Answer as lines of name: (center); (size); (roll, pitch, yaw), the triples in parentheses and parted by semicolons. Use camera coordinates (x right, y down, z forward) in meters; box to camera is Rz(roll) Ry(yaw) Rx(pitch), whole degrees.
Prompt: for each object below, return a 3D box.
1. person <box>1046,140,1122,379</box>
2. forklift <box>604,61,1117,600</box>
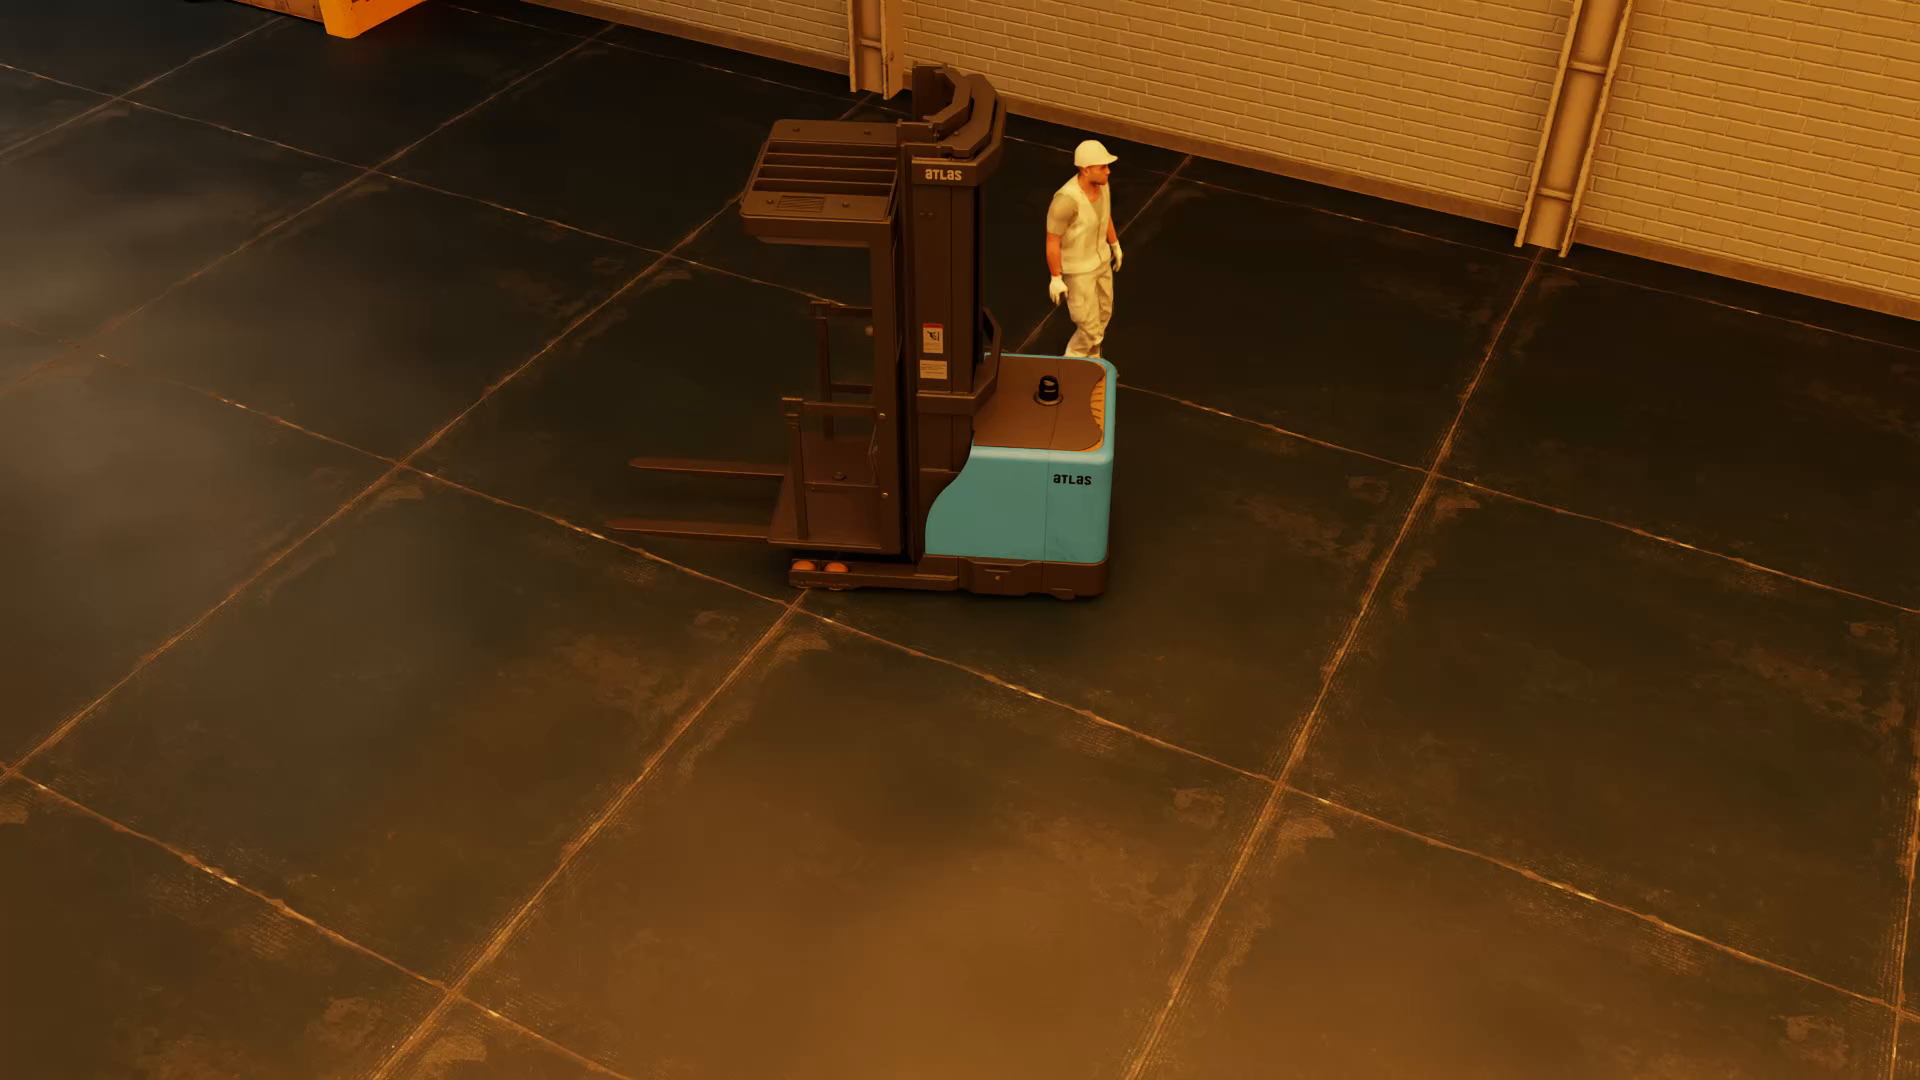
person: (0.870, -1.800, 11.012); (0.459, 1.789, 0.676); (27, 47, 28)
forklift: (-0.606, -1.157, 9.360); (3.031, 2.935, 1.130); (3, 40, 4)
